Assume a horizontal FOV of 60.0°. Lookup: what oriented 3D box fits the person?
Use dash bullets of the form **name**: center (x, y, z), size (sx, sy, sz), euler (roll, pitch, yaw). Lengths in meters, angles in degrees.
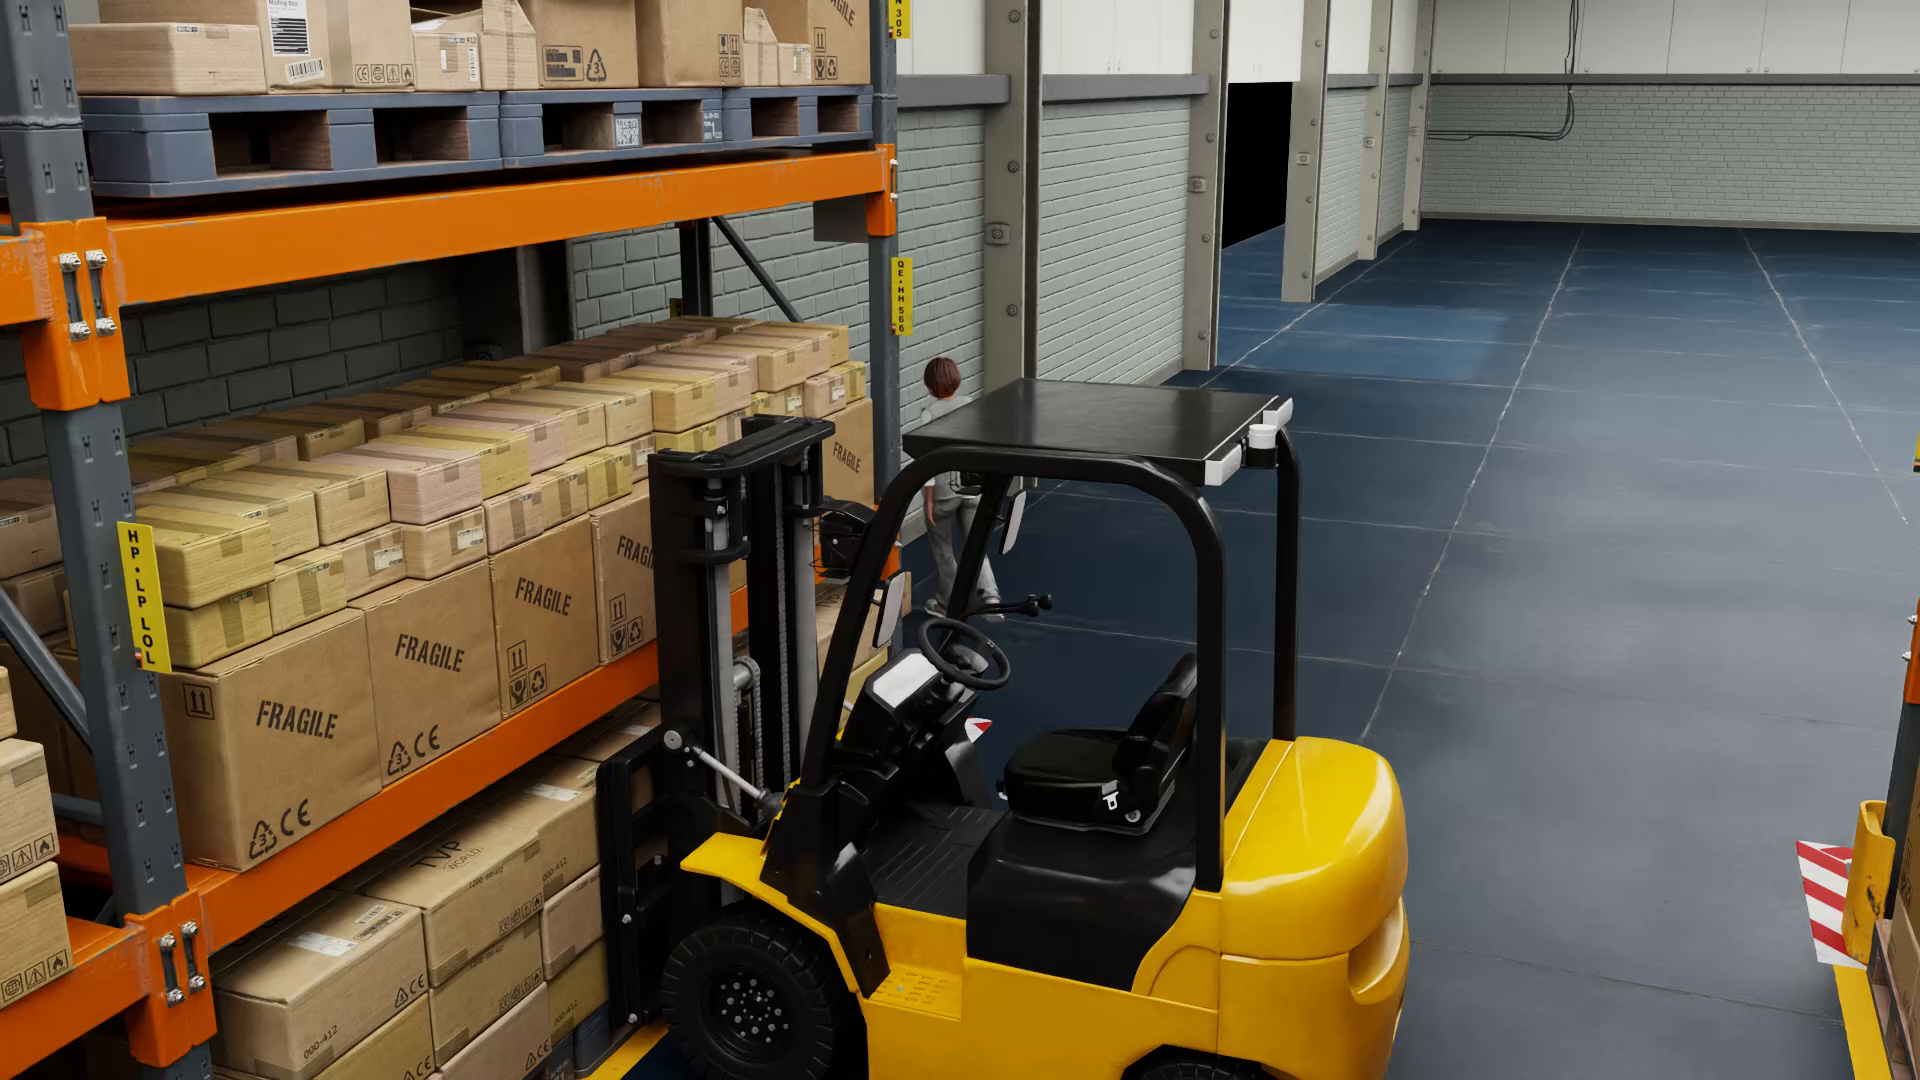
- **person**: center (-0.005, -0.254, 9.421), size (0.487, 1.571, 0.769), euler (-10, 18, -31)
